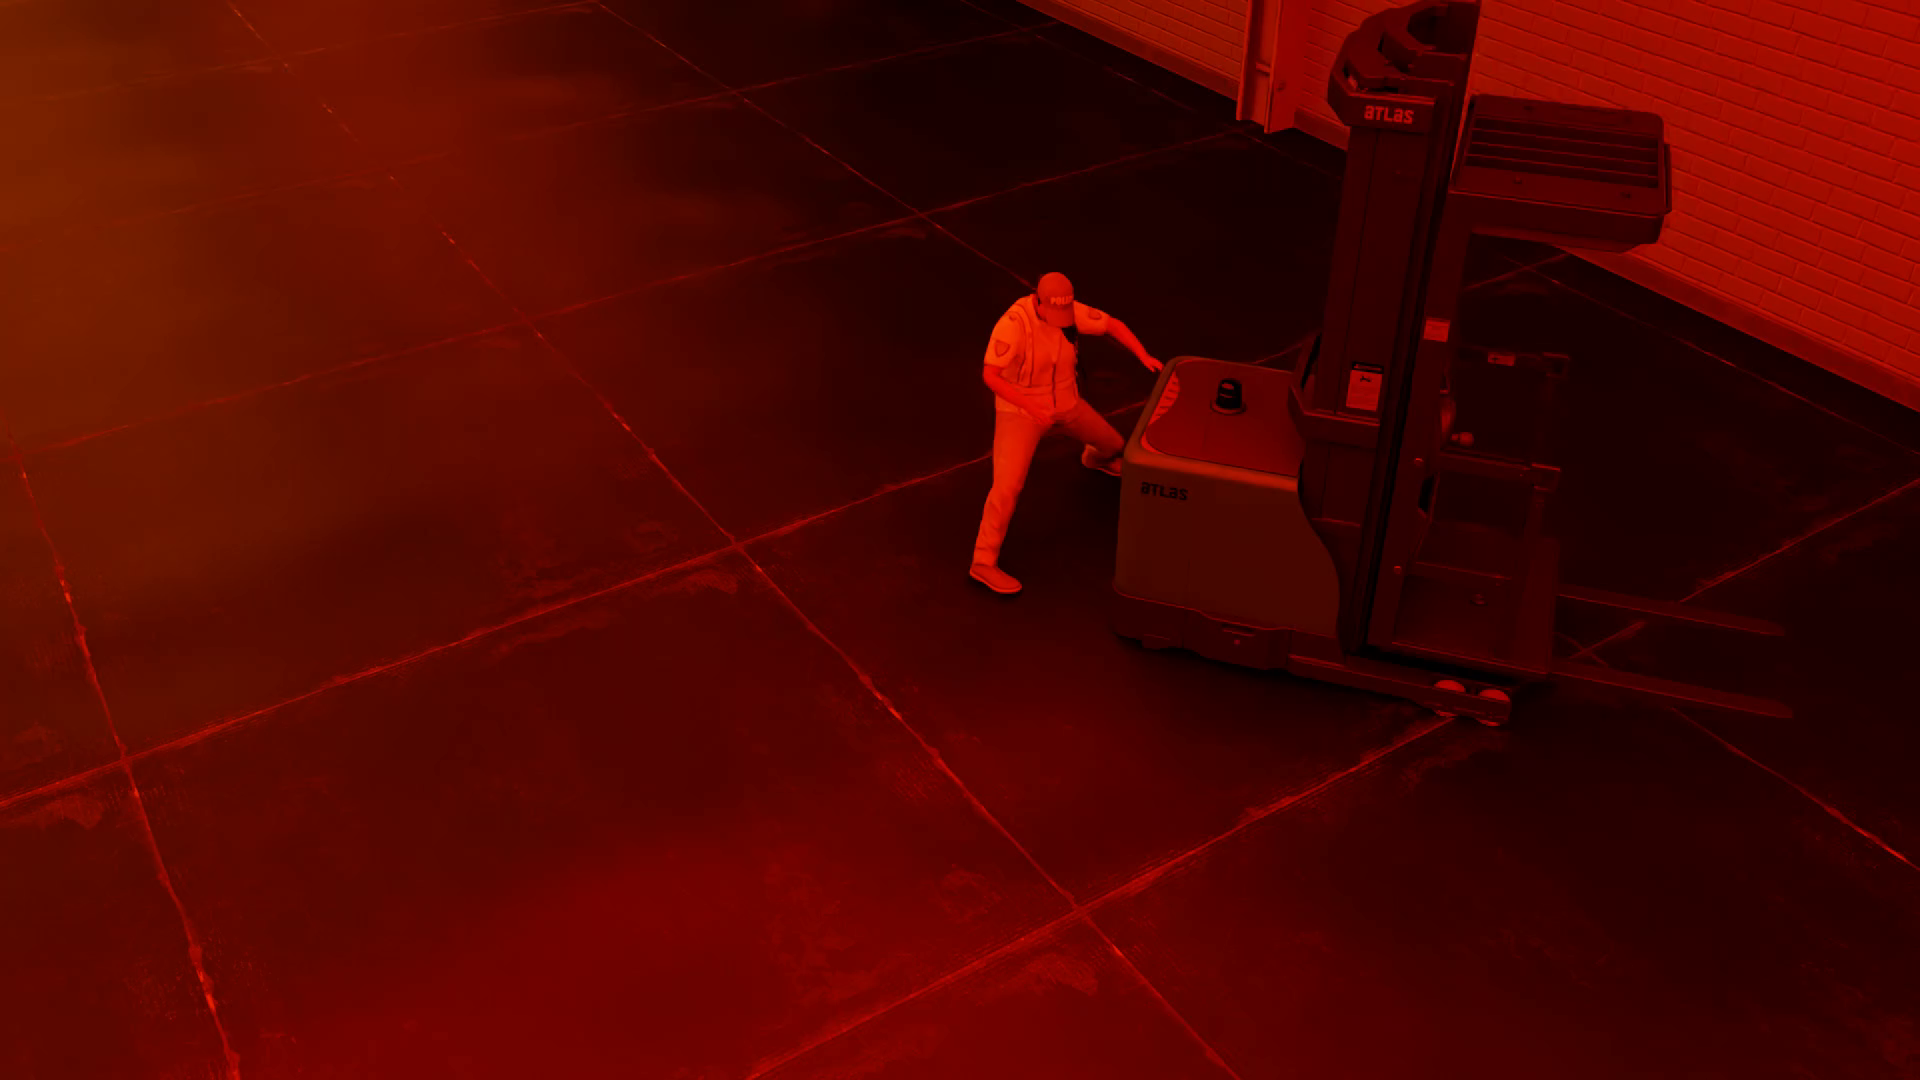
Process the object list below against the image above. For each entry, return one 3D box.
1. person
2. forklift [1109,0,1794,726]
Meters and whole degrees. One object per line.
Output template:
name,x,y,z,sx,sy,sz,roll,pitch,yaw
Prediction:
person,0.526,-0.666,8.370,1.279,1.461,0.798,-18,39,-24
forklift,2.291,-0.706,7.152,3.031,2.935,1.130,11,37,15
